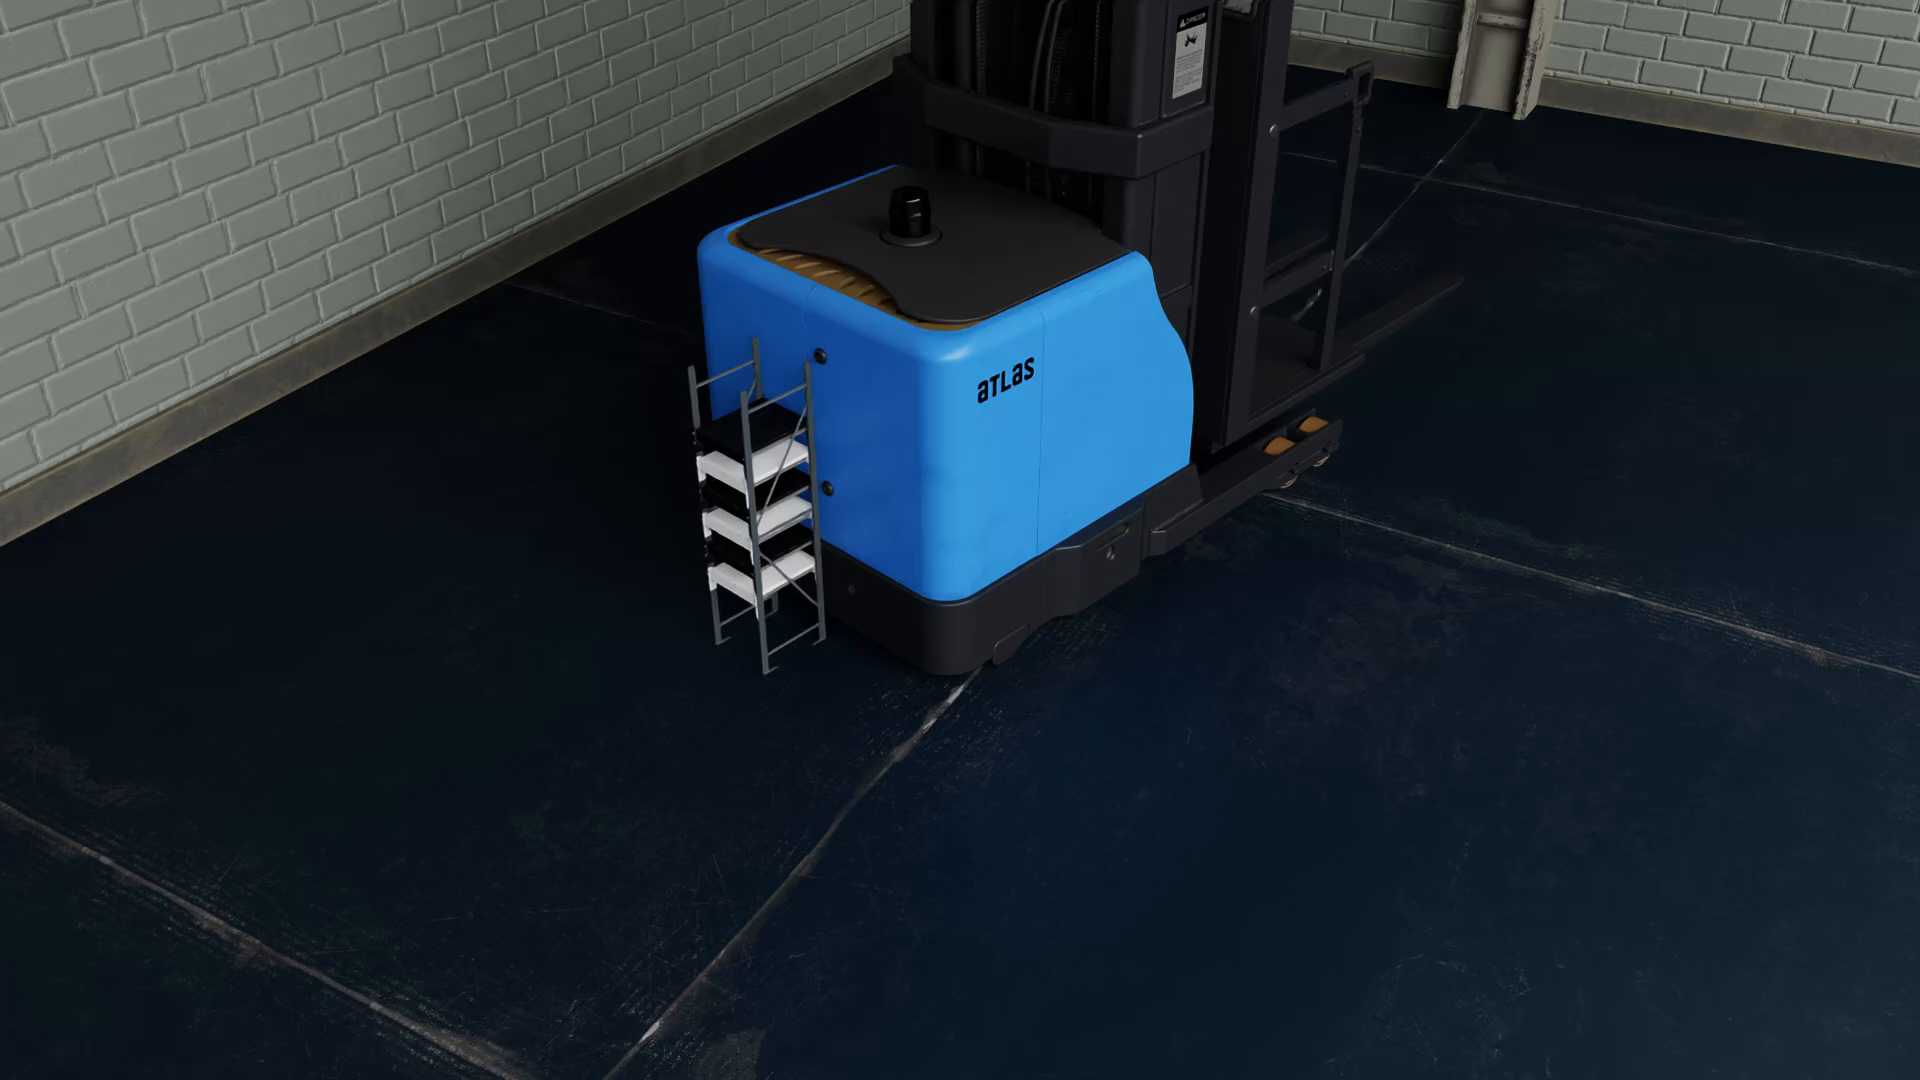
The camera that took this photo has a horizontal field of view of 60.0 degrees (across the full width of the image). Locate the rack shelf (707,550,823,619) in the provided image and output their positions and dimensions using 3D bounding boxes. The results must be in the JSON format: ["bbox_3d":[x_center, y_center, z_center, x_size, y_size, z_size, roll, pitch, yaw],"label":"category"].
[{"bbox_3d":[-0.547,0.097,4.677,0.200,0.077,0.258,27,42,34],"label":"rack shelf"}]

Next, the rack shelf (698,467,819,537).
[{"bbox_3d":[-0.547,-0.127,4.527,0.200,0.077,0.258,27,42,34],"label":"rack shelf"}]

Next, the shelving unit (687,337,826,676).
[{"bbox_3d":[-0.547,-0.080,4.559,0.210,0.900,0.258,27,42,34],"label":"shelving unit"}]

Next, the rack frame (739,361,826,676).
[{"bbox_3d":[-0.472,-0.042,4.501,0.006,0.900,0.240,27,42,34],"label":"rack frame"}]

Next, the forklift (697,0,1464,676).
[{"bbox_3d":[0.641,-1.568,4.960,1.130,2.935,3.031,28,43,35],"label":"forklift"}]

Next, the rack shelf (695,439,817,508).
[{"bbox_3d":[-0.547,-0.202,4.477,0.200,0.077,0.258,27,42,34],"label":"rack shelf"}]

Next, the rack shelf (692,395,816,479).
[{"bbox_3d":[-0.547,-0.277,4.428,0.200,0.077,0.258,27,42,34],"label":"rack shelf"}]

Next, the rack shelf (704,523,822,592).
[{"bbox_3d":[-0.547,0.022,4.627,0.200,0.077,0.258,27,42,34],"label":"rack shelf"}]

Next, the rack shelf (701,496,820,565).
[{"bbox_3d":[-0.547,-0.053,4.577,0.200,0.077,0.258,27,42,34],"label":"rack shelf"}]

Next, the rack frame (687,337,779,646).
[{"bbox_3d":[-0.622,-0.119,4.616,0.006,0.900,0.240,27,42,34],"label":"rack frame"}]

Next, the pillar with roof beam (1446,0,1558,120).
[{"bbox_3d":[0.630,-3.937,3.043,0.400,9.000,9.100,18,37,24],"label":"pillar with roof beam"}]
